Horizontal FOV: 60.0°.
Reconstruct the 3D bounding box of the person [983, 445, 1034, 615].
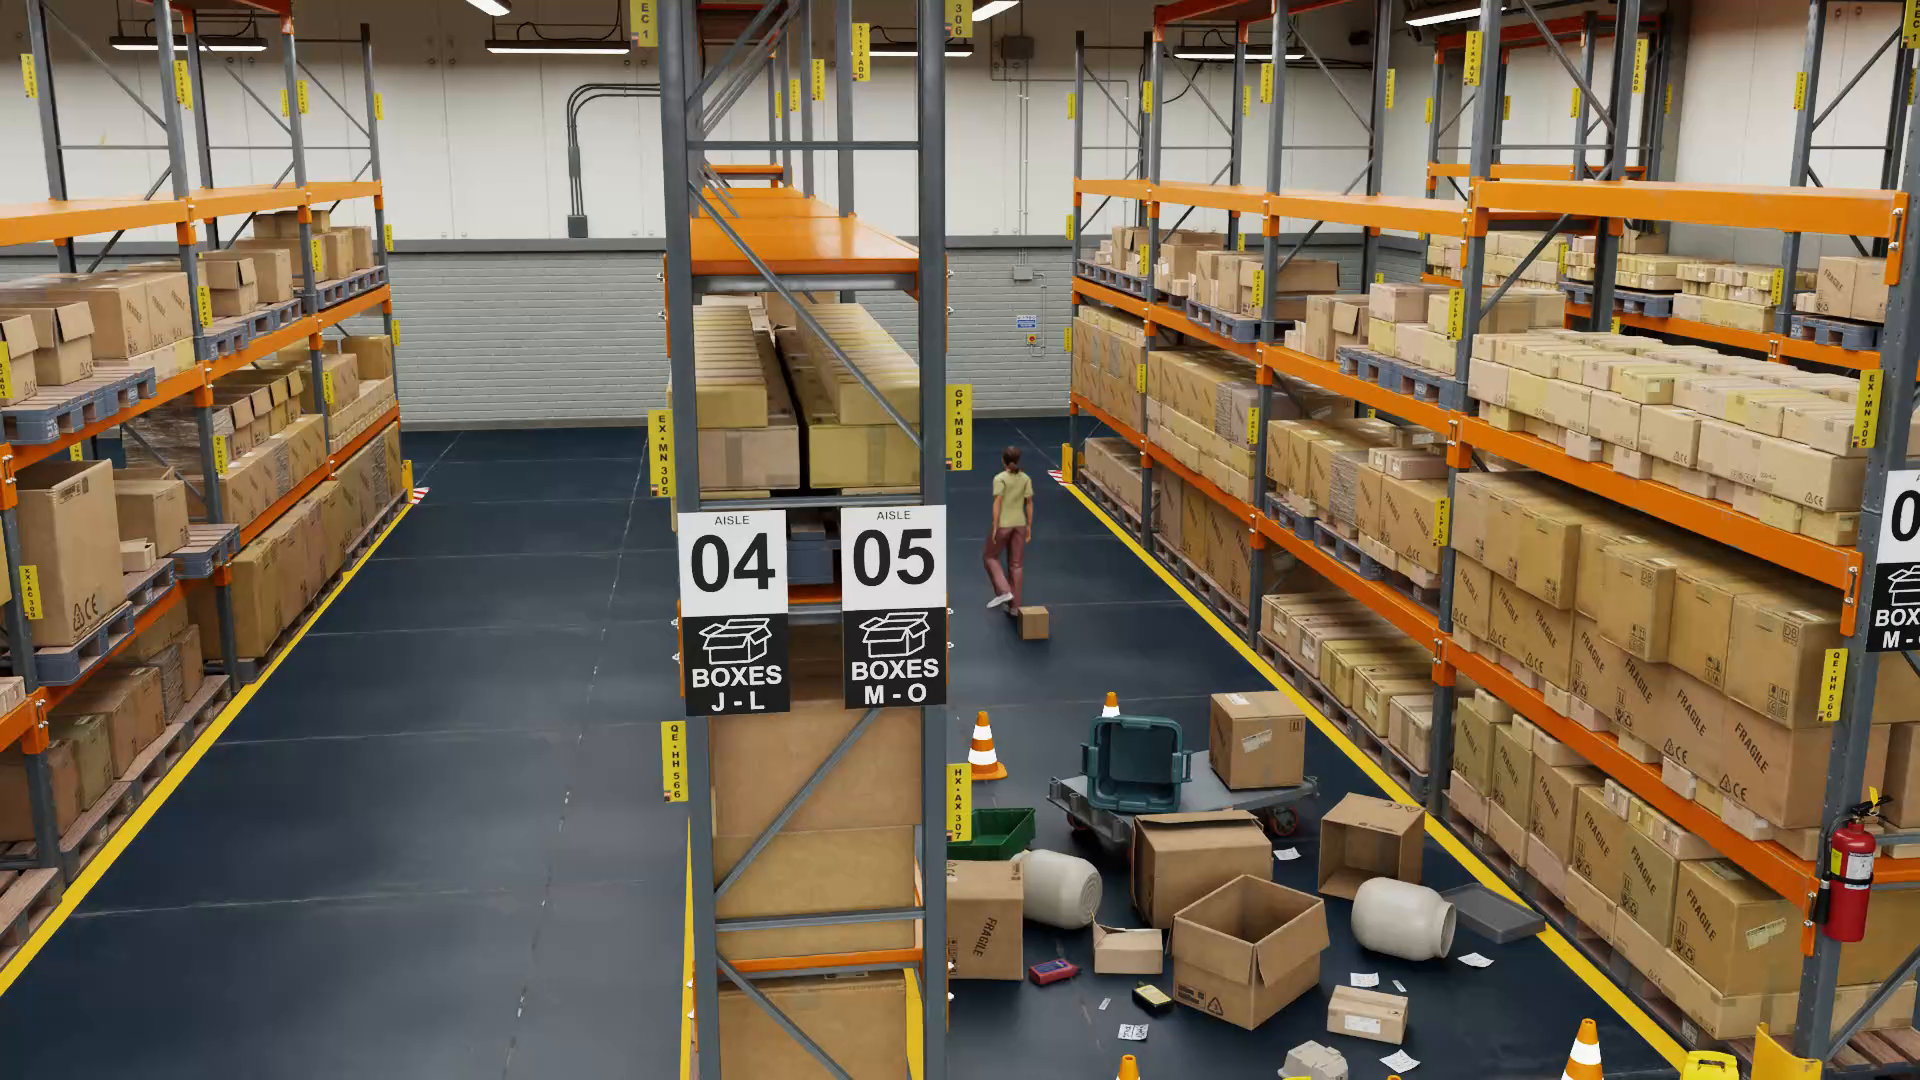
[{"bbox_3d":[0.488,-0.104,16.375,0.498,1.657,0.455,-5,14,-22],"label":"person"}]
